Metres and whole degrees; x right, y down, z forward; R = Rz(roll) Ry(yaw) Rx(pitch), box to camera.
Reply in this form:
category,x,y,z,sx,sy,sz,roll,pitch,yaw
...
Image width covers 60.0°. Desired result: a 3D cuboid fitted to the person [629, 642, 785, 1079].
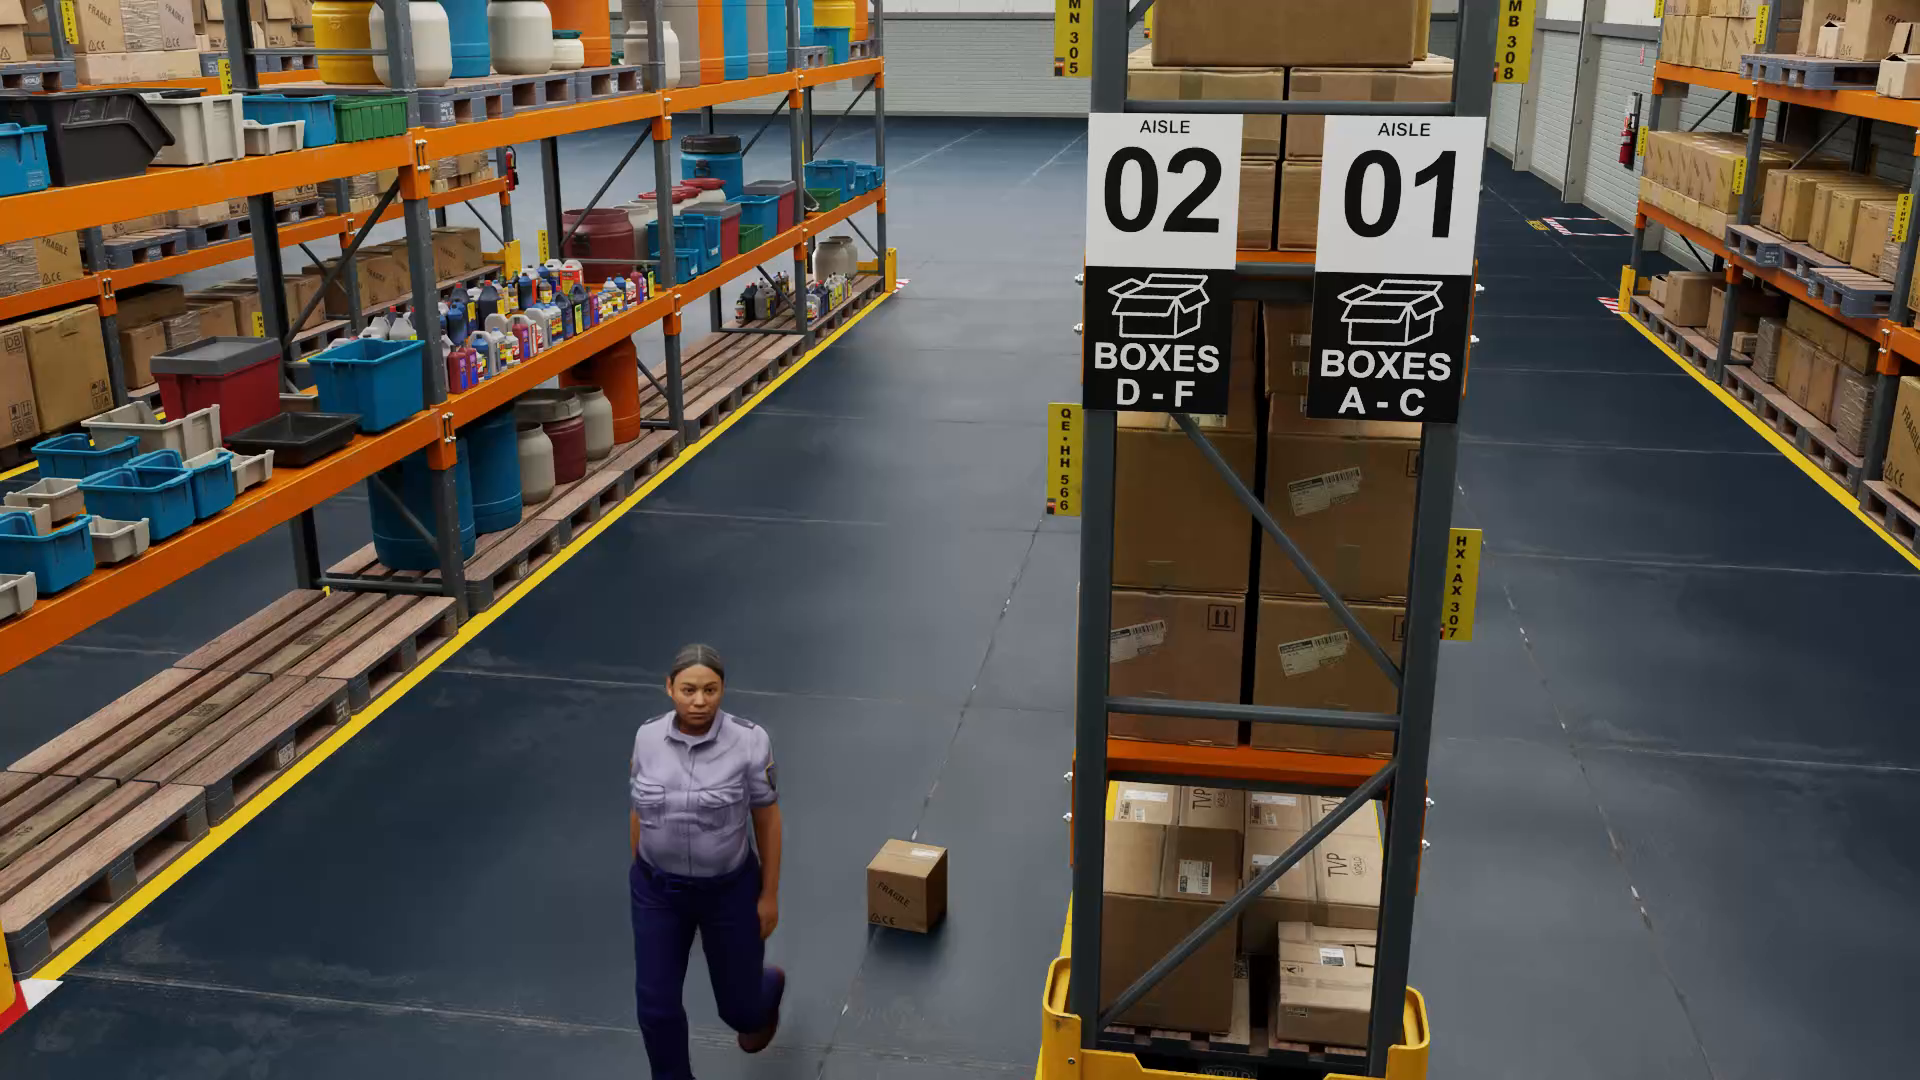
category,x,y,z,sx,sy,sz,roll,pitch,yaw
person,-0.797,1.081,5.221,0.497,1.609,0.724,3,18,8
